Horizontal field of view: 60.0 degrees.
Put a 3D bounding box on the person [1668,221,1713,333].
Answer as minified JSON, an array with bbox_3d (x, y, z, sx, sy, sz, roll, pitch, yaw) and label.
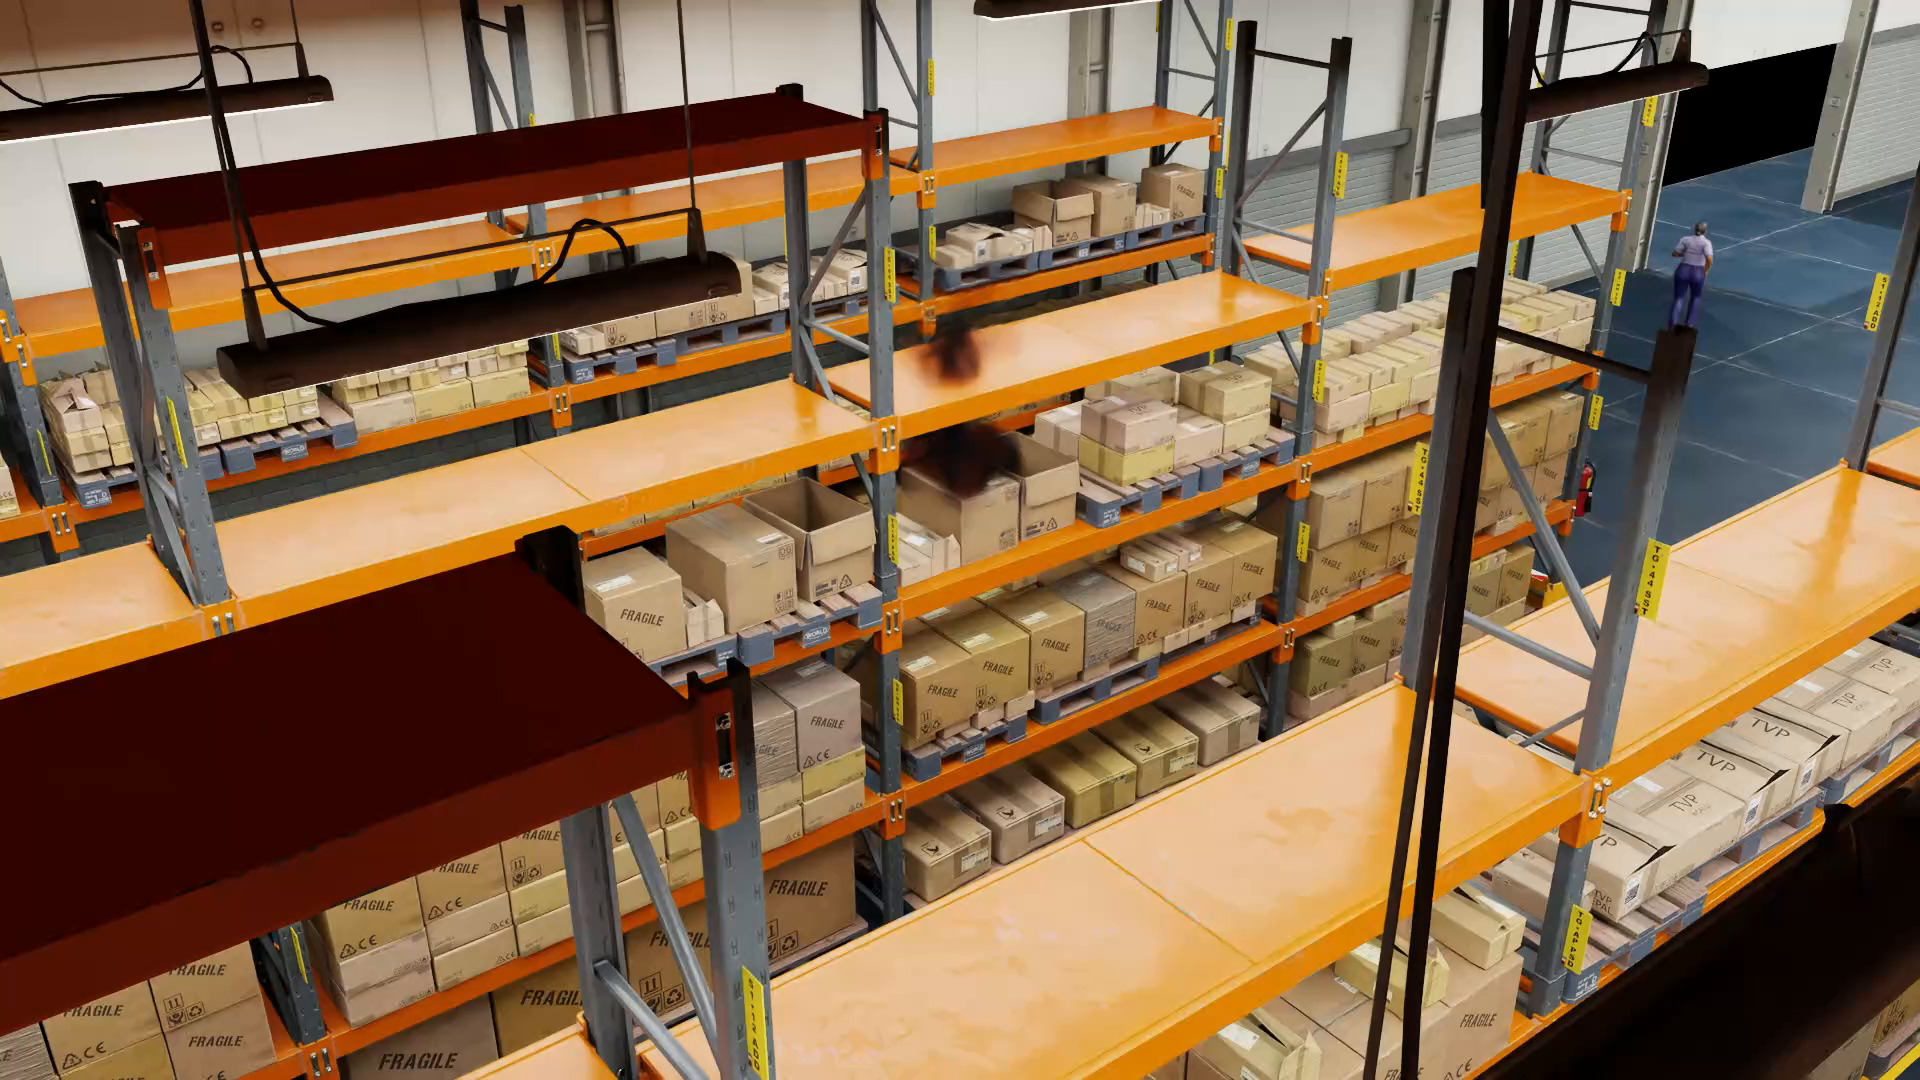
[{"bbox_3d":[10.453,-3.729,23.884,0.596,1.689,0.756,16,30,29],"label":"person"}]
